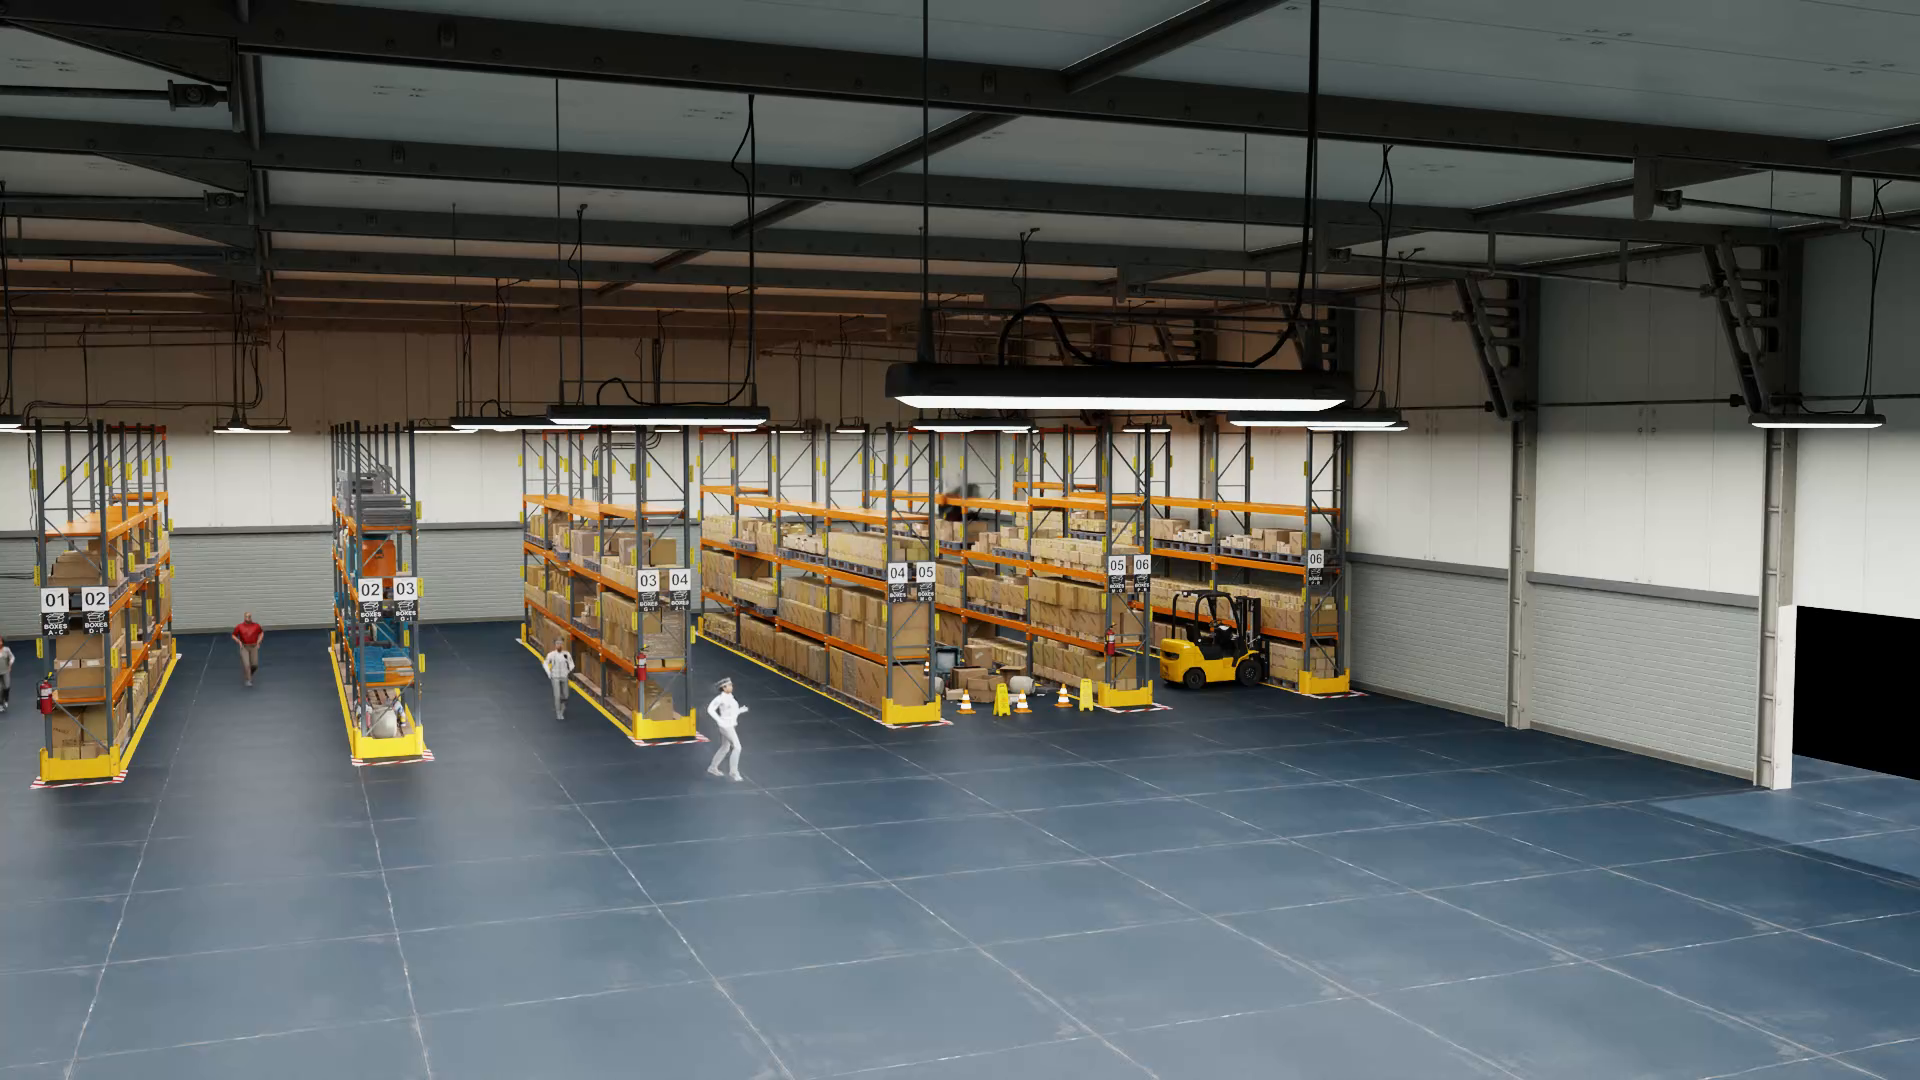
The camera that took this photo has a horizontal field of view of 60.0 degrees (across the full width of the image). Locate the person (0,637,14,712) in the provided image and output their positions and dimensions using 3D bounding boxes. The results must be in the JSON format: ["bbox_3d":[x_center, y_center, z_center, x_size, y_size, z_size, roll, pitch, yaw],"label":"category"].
[{"bbox_3d":[-19.832,2.776,34.403,0.517,1.575,0.596,-2,4,-34],"label":"person"}]

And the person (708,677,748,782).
[{"bbox_3d":[-3.865,3.149,27.637,0.695,1.753,0.593,0,4,8],"label":"person"}]

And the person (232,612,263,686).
[{"bbox_3d":[-16.322,2.497,38.154,0.686,1.681,0.607,-2,4,-32],"label":"person"}]

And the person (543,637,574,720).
[{"bbox_3d":[-8.136,2.784,33.739,0.622,1.654,0.717,-1,4,-21],"label":"person"}]

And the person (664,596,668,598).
[{"bbox_3d":[-8.648,1.971,47.468,0.642,1.581,0.858,0,4,-6],"label":"person"}]
